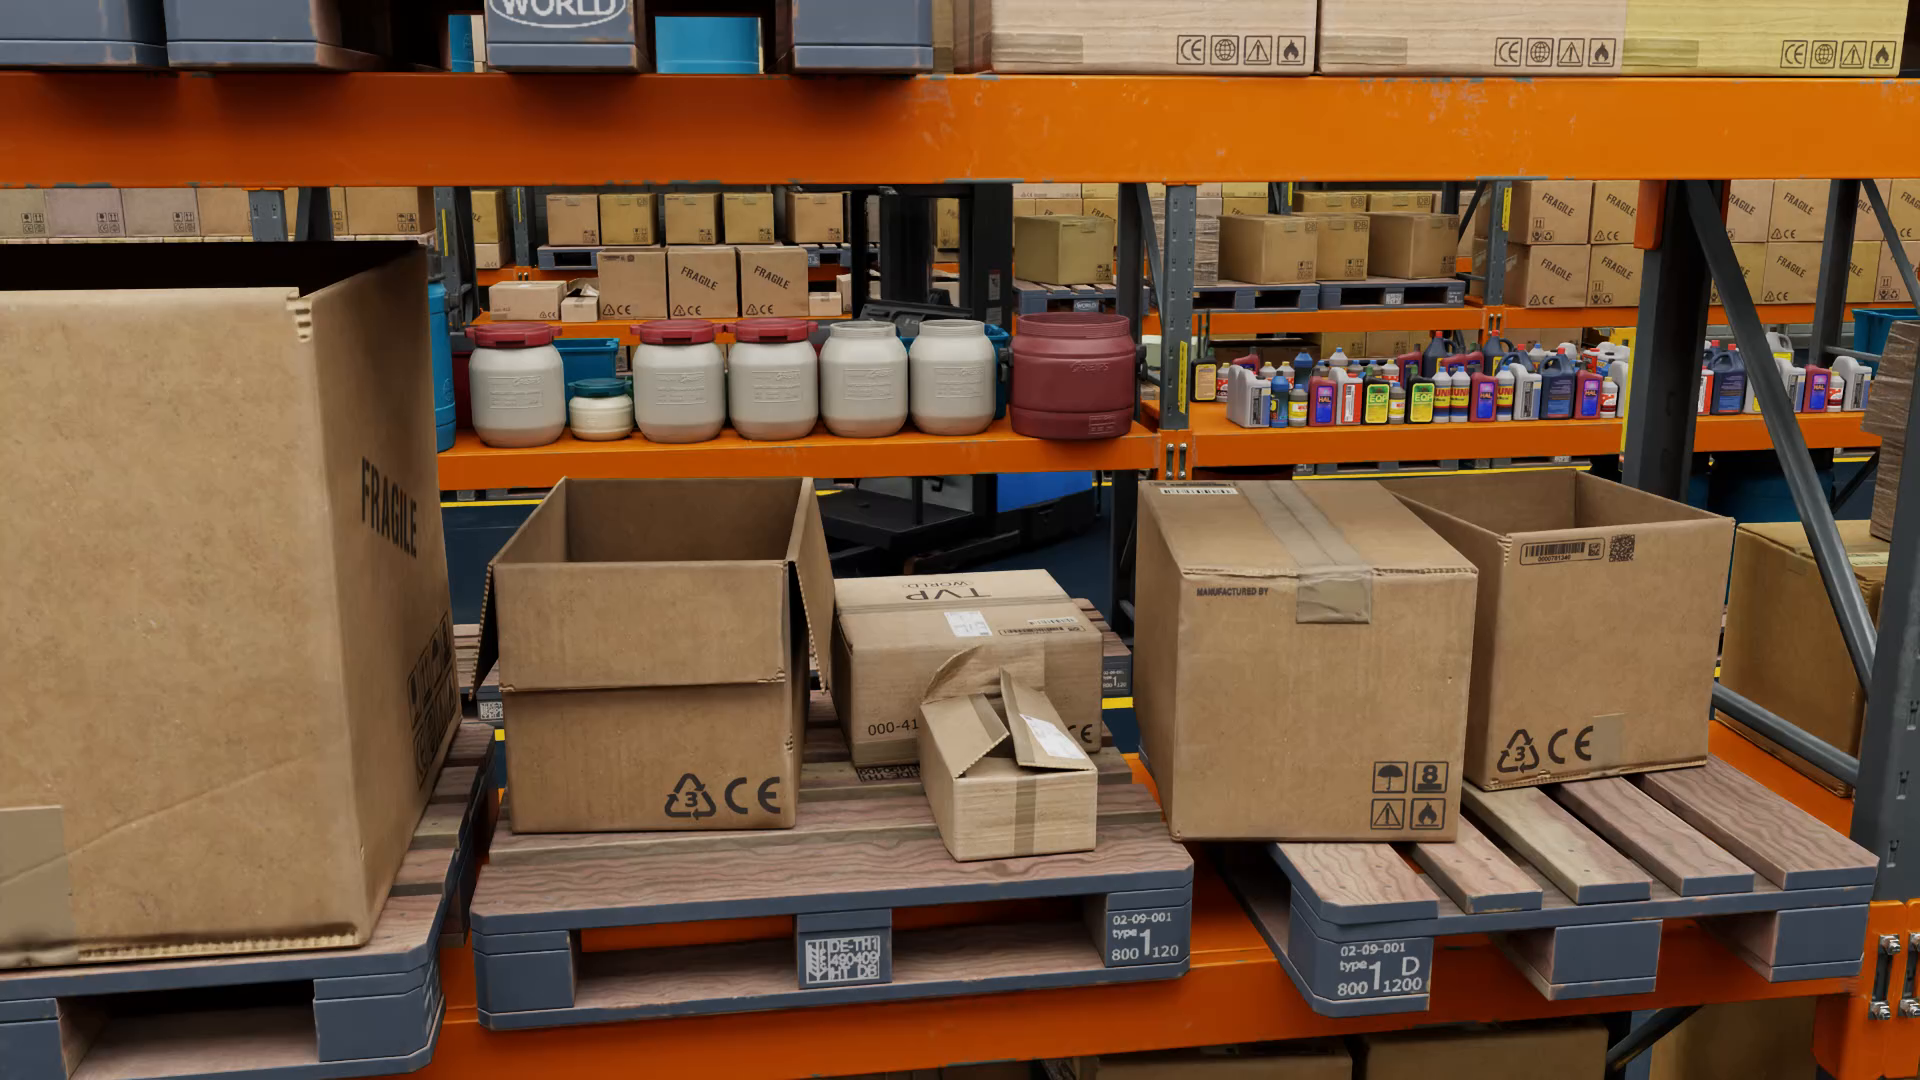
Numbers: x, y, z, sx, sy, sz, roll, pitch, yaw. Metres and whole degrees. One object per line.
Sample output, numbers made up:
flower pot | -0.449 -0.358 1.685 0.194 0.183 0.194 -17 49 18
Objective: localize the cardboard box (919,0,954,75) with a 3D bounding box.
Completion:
cardboard box | 0.168 -1.006 3.210 0.500 0.250 0.500 -2 14 -7

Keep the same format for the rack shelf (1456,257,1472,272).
rack shelf | 5.404 -3.062 18.745 4.000 0.370 1.077 -2 14 -8

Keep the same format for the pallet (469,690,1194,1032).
pallet | -0.266 0.555 3.235 1.213 0.211 1.003 -2 14 -8

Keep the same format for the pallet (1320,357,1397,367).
pallet | 4.190 -1.995 18.742 1.213 0.211 1.003 -2 14 -8

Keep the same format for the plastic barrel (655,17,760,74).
plastic barrel | -1.244 -2.482 7.755 0.708 0.901 0.600 -2 14 -8

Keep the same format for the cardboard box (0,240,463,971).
cardboard box | -1.464 0.036 2.816 1.000 1.000 1.000 -2 14 -8

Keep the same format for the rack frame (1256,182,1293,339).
rack frame | 3.427 -3.339 18.368 0.127 3.000 1.000 -2 14 -8

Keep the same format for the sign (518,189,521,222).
sign | -4.396 -3.338 16.587 0.005 0.325 0.100 -2 14 -8

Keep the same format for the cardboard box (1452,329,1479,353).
cardboard box | 5.713 -2.389 18.856 0.500 0.500 0.700 -3 14 -10

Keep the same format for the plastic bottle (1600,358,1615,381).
plastic bottle | 3.302 -0.786 8.453 0.097 0.271 0.097 0 14 0

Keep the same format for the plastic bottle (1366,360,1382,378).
plastic bottle | 2.206 -0.861 8.897 0.097 0.201 0.097 0 14 0

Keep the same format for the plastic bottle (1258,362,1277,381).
plastic bottle | 1.629 -0.840 8.812 0.097 0.201 0.097 0 14 0

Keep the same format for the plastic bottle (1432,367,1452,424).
plastic bottle | 2.360 -0.714 8.166 0.097 0.271 0.097 0 14 0

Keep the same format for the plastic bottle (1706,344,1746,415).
plastic bottle | 3.860 -0.813 8.398 0.185 0.351 0.144 -2 14 -8

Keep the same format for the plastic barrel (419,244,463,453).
plastic barrel | -2.581 -0.850 7.414 0.708 0.901 0.600 -2 14 -8

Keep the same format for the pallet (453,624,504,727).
pallet | -2.237 0.649 8.200 1.213 0.211 1.003 -2 14 -8

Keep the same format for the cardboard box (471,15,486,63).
cardboard box | -4.939 -4.963 16.378 0.500 0.500 0.500 -3 14 -13

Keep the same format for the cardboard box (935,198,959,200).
cardboard box | -0.013 -3.715 17.470 0.500 0.250 0.500 -2 14 -7

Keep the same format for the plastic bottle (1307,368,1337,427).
plastic bottle | 1.755 -0.693 8.058 0.133 0.283 0.061 -2 14 -8

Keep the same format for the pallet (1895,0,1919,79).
pallet | 2.314 -1.019 3.339 1.003 0.211 1.213 -1 14 -6

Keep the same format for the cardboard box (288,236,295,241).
cardboard box | -4.742 -2.131 12.012 0.250 0.149 0.380 -2 14 -8

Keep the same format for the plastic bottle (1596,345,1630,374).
plastic bottle | 3.495 -0.900 8.900 0.135 0.276 0.152 -2 14 -8

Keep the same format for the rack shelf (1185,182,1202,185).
rack shelf | 2.925 -1.989 8.299 4.000 0.370 1.077 -2 14 -8

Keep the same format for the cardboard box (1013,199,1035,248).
cardboard box | 0.509 -3.369 17.631 0.500 0.500 0.500 -2 14 -6

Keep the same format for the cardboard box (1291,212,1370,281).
cardboard box | 2.996 -2.396 13.540 0.500 0.500 0.700 0 14 1

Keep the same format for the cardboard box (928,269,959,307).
cardboard box | -0.153 -1.956 13.039 0.500 0.311 0.500 -1 14 -5

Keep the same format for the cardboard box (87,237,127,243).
cardboard box | -6.004 -2.085 11.830 0.250 0.149 0.380 -2 14 -9

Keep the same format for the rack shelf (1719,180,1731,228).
rack shelf | 3.663 -0.798 3.549 4.000 0.370 1.077 -2 14 -8

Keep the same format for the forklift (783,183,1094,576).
forklift | -0.446 -1.295 10.359 1.130 2.935 3.031 12 19 41

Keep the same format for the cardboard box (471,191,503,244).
cardboard box | -4.905 -3.258 16.772 0.500 0.500 0.500 -2 14 -8

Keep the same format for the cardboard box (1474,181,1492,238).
cardboard box | 4.630 -2.761 13.805 0.500 0.500 0.500 -2 14 -8

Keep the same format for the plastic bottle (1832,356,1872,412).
plastic bottle | 4.561 -0.803 8.514 0.135 0.276 0.152 -2 14 -8

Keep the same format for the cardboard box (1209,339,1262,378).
cardboard box | 2.169 -1.498 13.723 0.500 0.250 0.500 -2 14 -9

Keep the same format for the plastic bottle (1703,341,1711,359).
plastic bottle | 4.026 -0.957 9.127 0.135 0.276 0.152 -2 14 -8

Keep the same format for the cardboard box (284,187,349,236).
cardboard box | -4.680 -2.499 12.147 0.500 0.500 0.700 -2 14 -8

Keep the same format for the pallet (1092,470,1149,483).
pallet | 0.957 -0.668 13.450 1.213 0.211 1.003 -2 14 -8

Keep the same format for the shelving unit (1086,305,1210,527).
shelving unit | 1.296 -0.839 11.483 0.755 1.500 0.431 4 15 16

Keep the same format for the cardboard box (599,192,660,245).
cardboard box | -3.422 -3.339 17.261 0.500 0.500 0.700 -1 14 -3

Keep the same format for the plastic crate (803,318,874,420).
plastic crate | -0.696 -0.857 8.340 0.583 0.464 0.402 -2 14 -8

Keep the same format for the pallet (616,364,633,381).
pallet | -3.714 -1.725 17.665 1.213 0.211 1.003 -2 14 -8

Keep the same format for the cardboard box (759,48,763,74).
cardboard box | -1.310 -3.517 12.357 0.500 0.250 0.500 -2 14 -9

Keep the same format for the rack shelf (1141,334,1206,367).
rack shelf | 1.296 -1.217 11.389 0.720 0.370 0.431 4 15 16

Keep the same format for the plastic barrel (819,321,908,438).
plastic barrel | -0.455 -0.761 7.860 0.421 0.512 0.421 0 14 0

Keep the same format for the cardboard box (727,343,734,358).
cardboard box | -2.247 -2.140 17.825 0.500 0.500 0.700 -2 14 -9

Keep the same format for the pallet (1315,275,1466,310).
pallet | 3.362 -2.051 13.630 1.213 0.211 1.003 -2 14 -8

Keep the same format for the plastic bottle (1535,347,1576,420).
plastic bottle | 2.953 -0.780 8.266 0.185 0.351 0.144 -2 14 -8

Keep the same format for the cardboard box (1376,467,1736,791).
cardboard box | 1.157 0.158 3.358 0.500 0.500 0.500 -4 15 -15

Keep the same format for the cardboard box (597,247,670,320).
cardboard box | -2.460 -1.949 12.621 0.500 0.500 0.500 -1 14 -4

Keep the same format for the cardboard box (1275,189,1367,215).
cardboard box | 3.966 -3.500 18.394 0.700 0.700 0.980 -2 14 -7

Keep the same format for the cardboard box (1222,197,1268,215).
cardboard box | 3.008 -3.464 18.009 0.500 0.500 0.500 -2 14 -9

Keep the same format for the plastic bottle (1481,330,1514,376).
plastic bottle | 2.892 -0.953 8.956 0.185 0.351 0.144 -2 14 -8

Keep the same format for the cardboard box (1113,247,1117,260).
cardboard box | 1.607 -3.104 17.907 0.250 0.149 0.380 -2 14 -7

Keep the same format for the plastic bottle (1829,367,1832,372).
plastic bottle | 4.524 -0.797 8.640 0.097 0.201 0.097 0 14 0

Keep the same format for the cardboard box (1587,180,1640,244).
cardboard box | 5.186 -2.649 13.357 0.500 0.500 0.500 -3 14 -10

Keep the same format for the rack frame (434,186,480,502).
rack frame | -3.742 -1.857 12.461 0.127 3.000 1.000 -2 14 -8

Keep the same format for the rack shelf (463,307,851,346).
rack shelf | -1.765 -1.581 12.838 4.000 0.370 1.077 -2 14 -8

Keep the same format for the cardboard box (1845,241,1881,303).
cardboard box | 7.209 -2.239 13.779 0.500 0.500 0.500 -2 14 -8
